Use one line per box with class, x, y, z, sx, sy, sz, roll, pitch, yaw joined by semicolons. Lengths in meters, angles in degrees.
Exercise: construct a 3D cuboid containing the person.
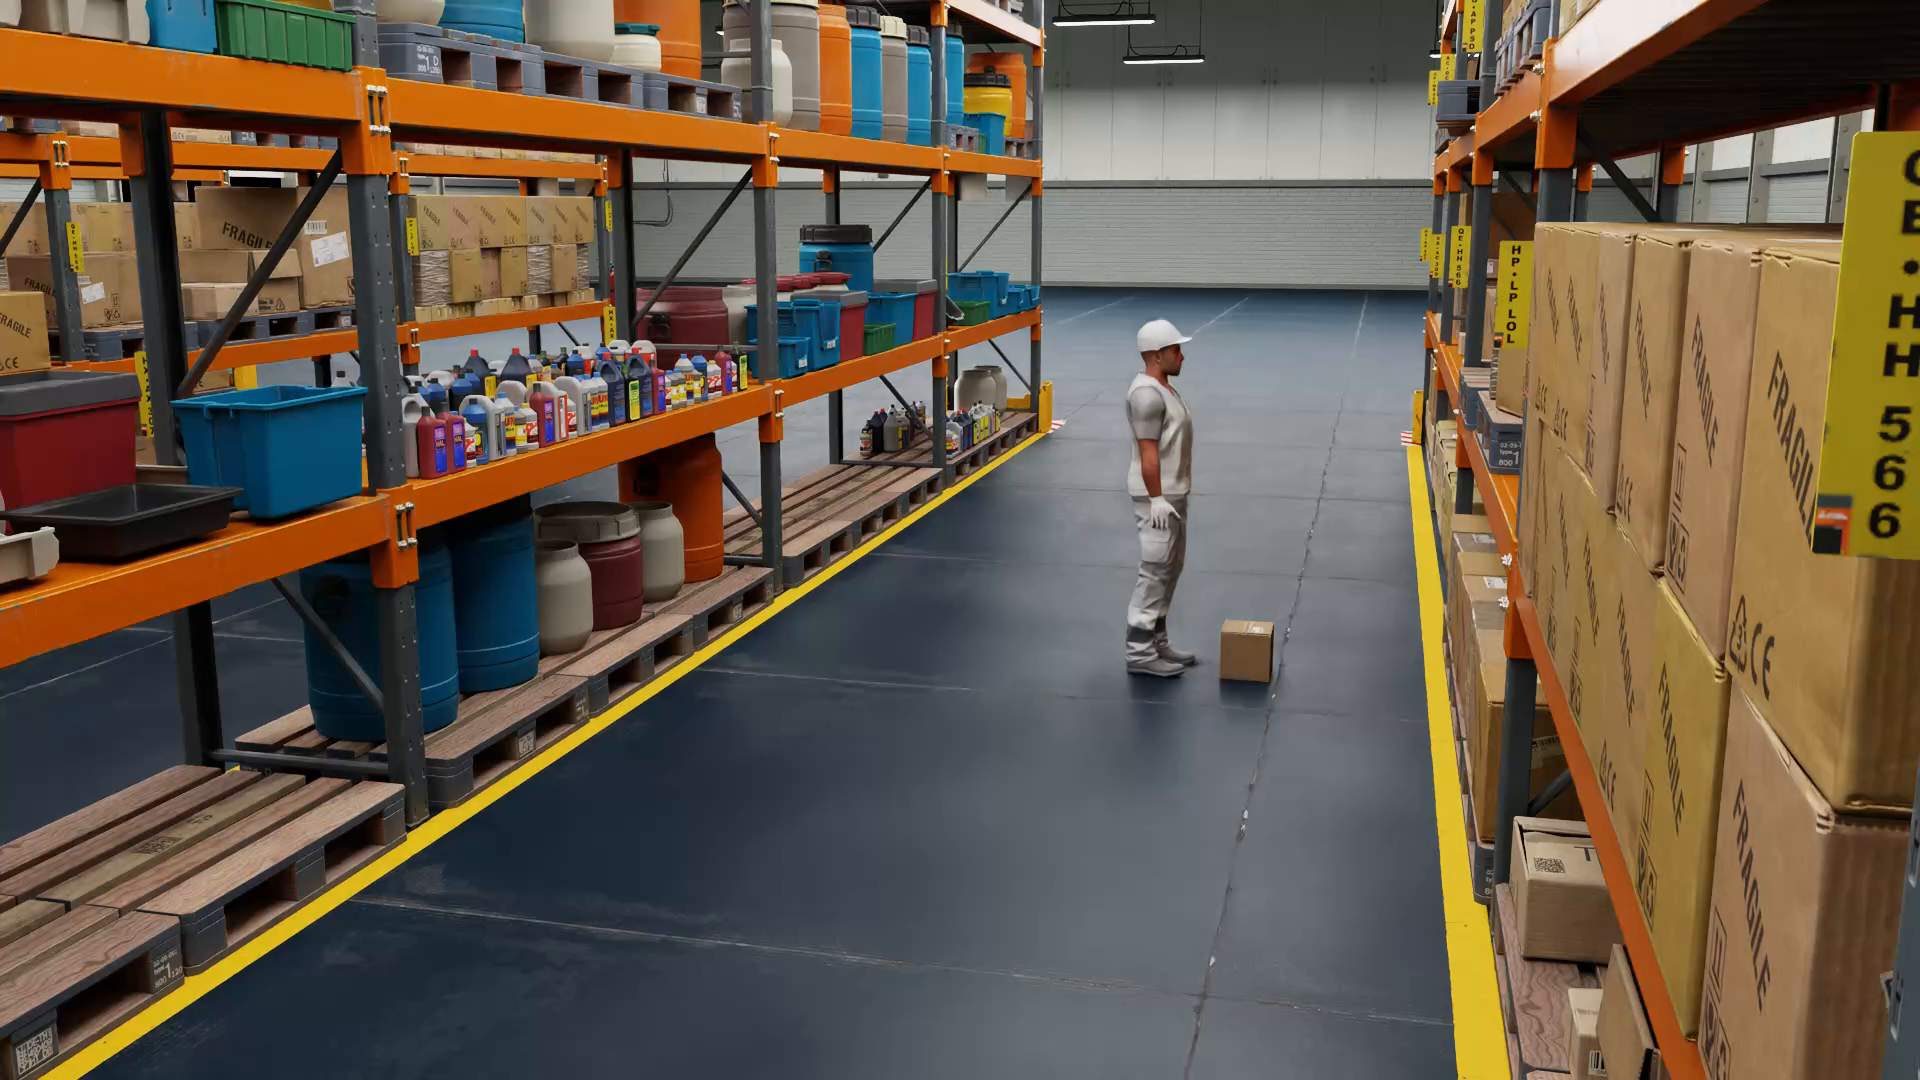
person;1.026;-0.215;8.449;0.361;1.789;0.526;3;12;15
